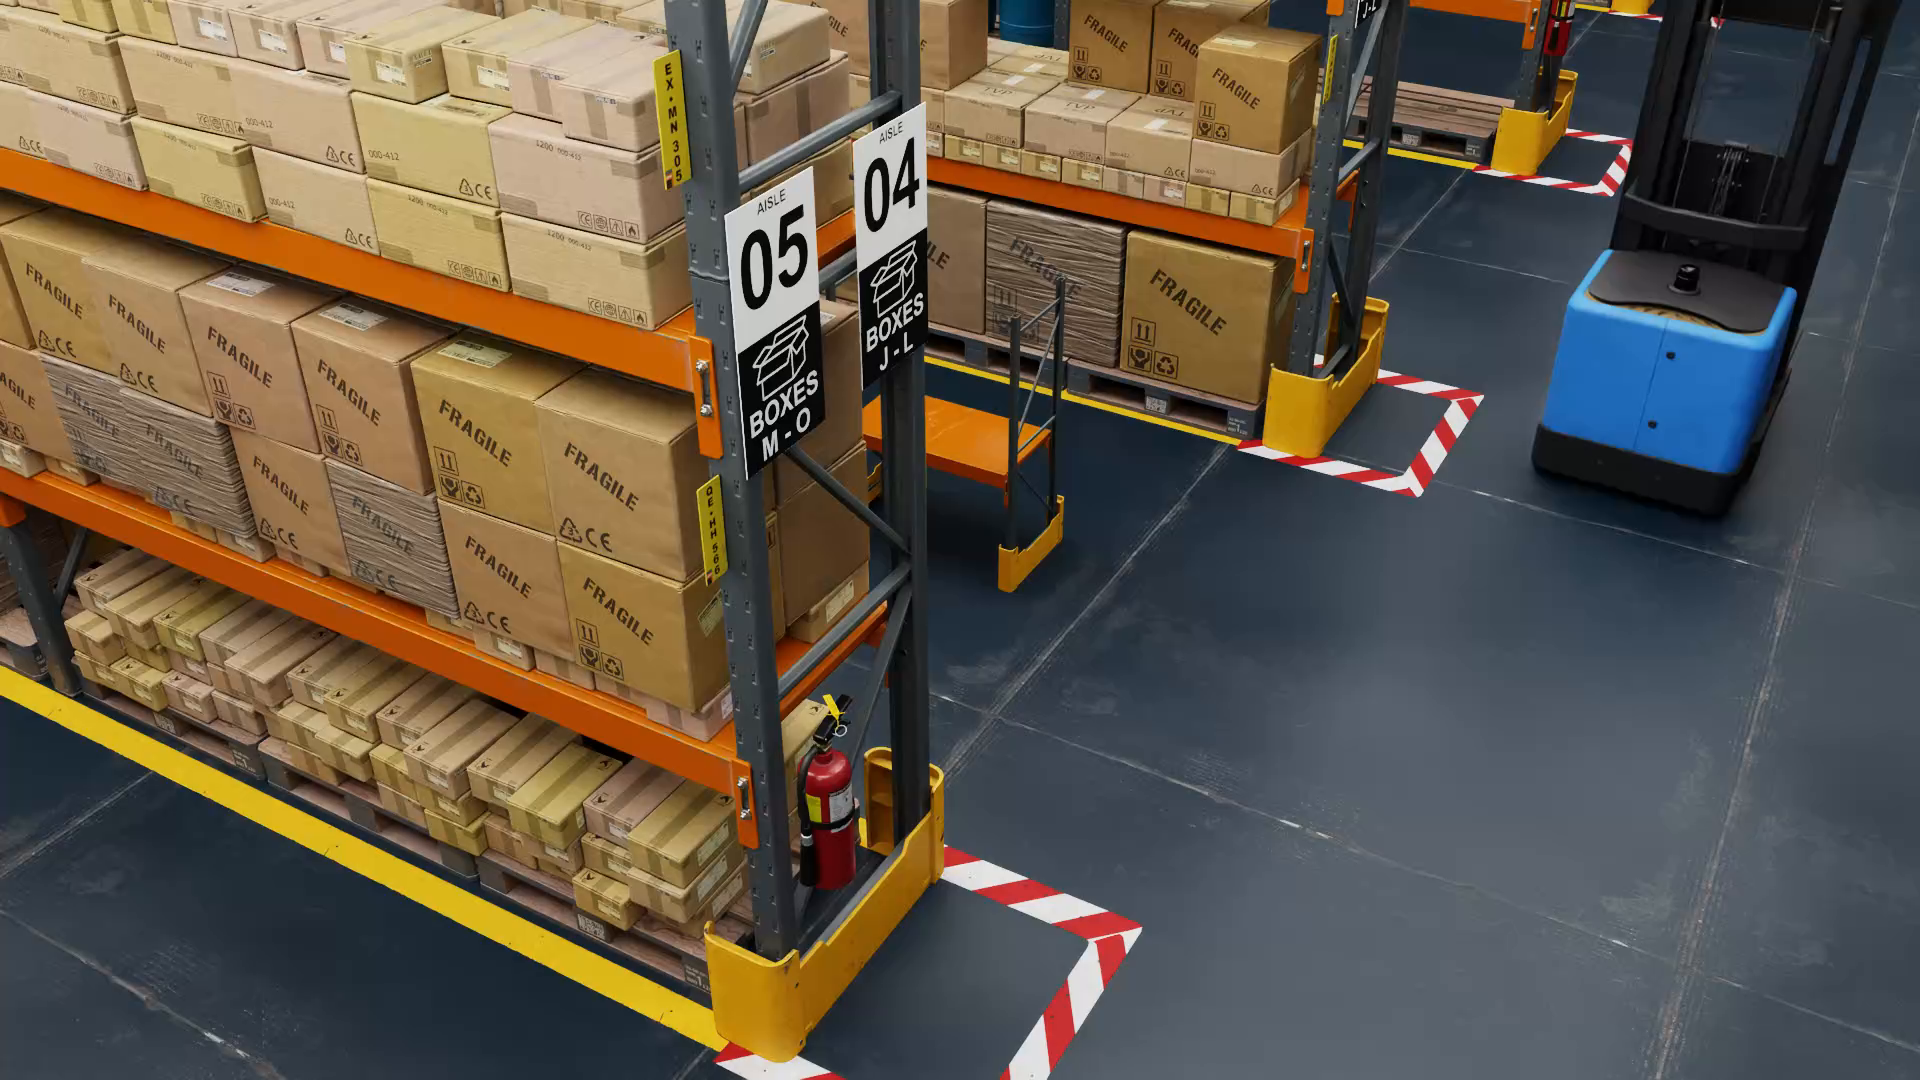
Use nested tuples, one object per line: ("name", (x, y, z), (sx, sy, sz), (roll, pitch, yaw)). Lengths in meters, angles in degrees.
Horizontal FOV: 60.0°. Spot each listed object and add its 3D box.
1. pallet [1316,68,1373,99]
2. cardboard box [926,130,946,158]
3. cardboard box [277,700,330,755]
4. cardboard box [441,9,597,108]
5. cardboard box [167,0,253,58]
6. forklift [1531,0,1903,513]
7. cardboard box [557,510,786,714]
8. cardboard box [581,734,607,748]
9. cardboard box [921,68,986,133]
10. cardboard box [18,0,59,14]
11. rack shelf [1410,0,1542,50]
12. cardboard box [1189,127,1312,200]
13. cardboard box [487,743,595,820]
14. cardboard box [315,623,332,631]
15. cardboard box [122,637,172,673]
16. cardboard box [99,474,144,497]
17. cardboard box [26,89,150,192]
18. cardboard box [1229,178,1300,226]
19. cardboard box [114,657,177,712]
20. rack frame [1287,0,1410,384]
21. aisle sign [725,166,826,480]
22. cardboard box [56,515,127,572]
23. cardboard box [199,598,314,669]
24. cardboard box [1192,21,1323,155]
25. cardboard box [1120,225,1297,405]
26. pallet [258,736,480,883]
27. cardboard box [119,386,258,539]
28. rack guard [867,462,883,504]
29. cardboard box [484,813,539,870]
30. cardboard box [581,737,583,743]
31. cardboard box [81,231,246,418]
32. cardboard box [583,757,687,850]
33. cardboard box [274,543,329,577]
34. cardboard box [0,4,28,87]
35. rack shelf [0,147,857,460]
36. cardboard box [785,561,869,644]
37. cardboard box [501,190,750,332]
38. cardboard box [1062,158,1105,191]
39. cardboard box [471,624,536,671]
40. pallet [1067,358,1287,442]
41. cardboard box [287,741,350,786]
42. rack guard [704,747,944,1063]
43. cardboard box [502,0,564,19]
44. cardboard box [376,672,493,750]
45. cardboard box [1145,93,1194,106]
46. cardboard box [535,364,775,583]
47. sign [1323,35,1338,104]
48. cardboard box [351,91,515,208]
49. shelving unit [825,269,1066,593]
("pallet", (2.841, -3.837, 14.321), (1.213, 0.211, 1.003), (18, 37, 24))
("cardboard box", (-0.120, -2.430, 9.920), (0.250, 0.149, 0.380), (18, 38, 25))
("cardboard box", (-2.589, 0.707, 6.907), (0.250, 0.149, 0.380), (17, 37, 24))
("cardboard box", (-1.237, -1.369, 4.717), (0.250, 0.149, 0.380), (16, 37, 23))
("cardboard box", (-2.173, -1.617, 5.091), (0.250, 0.149, 0.380), (17, 37, 23))
("forklift", (4.388, -2.145, 9.327), (1.130, 2.935, 3.031), (19, 38, 26))
("cardboard box", (-0.931, 0.162, 5.443), (0.500, 0.500, 0.500), (18, 38, 25))
("cardboard box", (-1.376, 0.697, 6.922), (0.250, 0.149, 0.380), (19, 38, 26))
("cardboard box", (-0.178, -2.660, 9.905), (0.500, 0.250, 0.500), (19, 38, 26))
("cardboard box", (-2.850, -1.850, 5.440), (0.250, 0.149, 0.380), (16, 37, 23))
("rack shelf", (2.856, -4.666, 13.700), (4.000, 0.370, 1.077), (18, 37, 24))
("cardboard box", (1.583, -2.099, 9.063), (0.500, 0.250, 0.500), (17, 37, 24))
("cardboard box", (-1.648, 0.941, 6.555), (0.250, 0.149, 0.380), (17, 37, 24))
("cardboard box", (-2.804, 0.298, 7.521), (0.250, 0.149, 0.380), (18, 38, 25))
("cardboard box", (-3.466, 0.395, 7.376), (0.250, 0.149, 0.380), (18, 38, 25))
("cardboard box", (-3.284, -0.350, 6.796), (0.250, 0.149, 0.380), (16, 37, 22))
("cardboard box", (-2.733, -1.419, 5.604), (0.500, 0.250, 0.500), (19, 38, 26))
("cardboard box", (1.663, -1.867, 9.074), (0.250, 0.149, 0.380), (18, 38, 25))
("cardboard box", (-3.499, 0.566, 7.386), (0.250, 0.149, 0.380), (19, 38, 26))
("rack frame", (2.135, -2.032, 9.096), (0.127, 3.000, 1.000), (18, 37, 24))
("aisle sign", (-0.499, -0.591, 4.586), (0.004, 0.787, 0.394), (18, 37, 24))
("cardboard box", (-4.396, -0.239, 8.278), (0.500, 0.500, 0.500), (19, 38, 26))
("cardboard box", (-2.999, 0.396, 7.105), (0.250, 0.149, 0.380), (17, 37, 23))
("cardboard box", (1.582, -2.413, 8.858), (0.500, 0.500, 0.500), (18, 38, 25))
("cardboard box", (1.540, -1.460, 9.775), (0.875, 0.875, 0.875), (18, 37, 24))
("pallet", (-2.222, 0.890, 7.223), (1.213, 0.211, 1.003), (18, 37, 24))
("cardboard box", (-2.729, -0.393, 6.275), (0.500, 0.500, 0.500), (17, 37, 23))
("rack guard", (-0.499, -0.262, 8.918), (0.087, 0.250, 0.587), (18, 37, 24))
("cardboard box", (-1.655, 1.096, 6.591), (0.250, 0.149, 0.380), (18, 38, 25))
("cardboard box", (-1.633, 0.795, 7.042), (0.250, 0.149, 0.380), (18, 38, 25))
("cardboard box", (-2.736, -0.825, 6.022), (0.500, 0.500, 0.500), (18, 38, 25))
("cardboard box", (-1.188, 0.970, 6.243), (0.250, 0.149, 0.380), (18, 38, 25))
("cardboard box", (-2.379, -0.043, 6.335), (0.250, 0.149, 0.380), (19, 38, 26))
("cardboard box", (-3.157, -1.780, 5.695), (0.500, 0.250, 0.500), (17, 37, 24))
("rack shelf", (-2.150, -1.172, 5.747), (4.000, 0.370, 1.077), (18, 37, 24))
("cardboard box", (-0.532, 0.184, 5.993), (0.250, 0.149, 0.380), (17, 37, 24))
("cardboard box", (-0.940, -0.857, 4.760), (0.500, 0.250, 0.500), (17, 37, 23))
("cardboard box", (0.775, -2.147, 9.495), (0.250, 0.149, 0.380), (17, 37, 23))
("cardboard box", (-1.492, 0.270, 5.864), (0.250, 0.149, 0.380), (19, 38, 26))
("pallet", (1.402, -1.054, 10.142), (1.213, 0.211, 1.003), (18, 37, 24))
("cardboard box", (-2.583, 0.830, 6.990), (0.250, 0.149, 0.380), (17, 37, 23))
("rack guard", (-0.479, 1.346, 6.277), (0.348, 0.500, 1.175), (18, 37, 24))
("cardboard box", (-1.204, -1.688, 5.197), (0.250, 0.149, 0.380), (18, 38, 25))
("cardboard box", (-2.104, 0.686, 6.670), (0.250, 0.149, 0.380), (16, 37, 23))
("cardboard box", (1.398, -2.495, 9.658), (0.500, 0.250, 0.500), (17, 37, 24))
("cardboard box", (-0.934, -0.261, 5.175), (0.500, 0.500, 0.500), (17, 37, 23))
("sign", (1.854, -2.356, 8.323), (0.005, 0.325, 0.100), (18, 37, 24))
("cardboard box", (-1.384, -1.212, 4.841), (0.500, 0.250, 0.500), (17, 37, 23))
("shelving unit", (-0.066, -0.645, 8.366), (1.083, 1.500, 0.587), (18, 37, 24))
